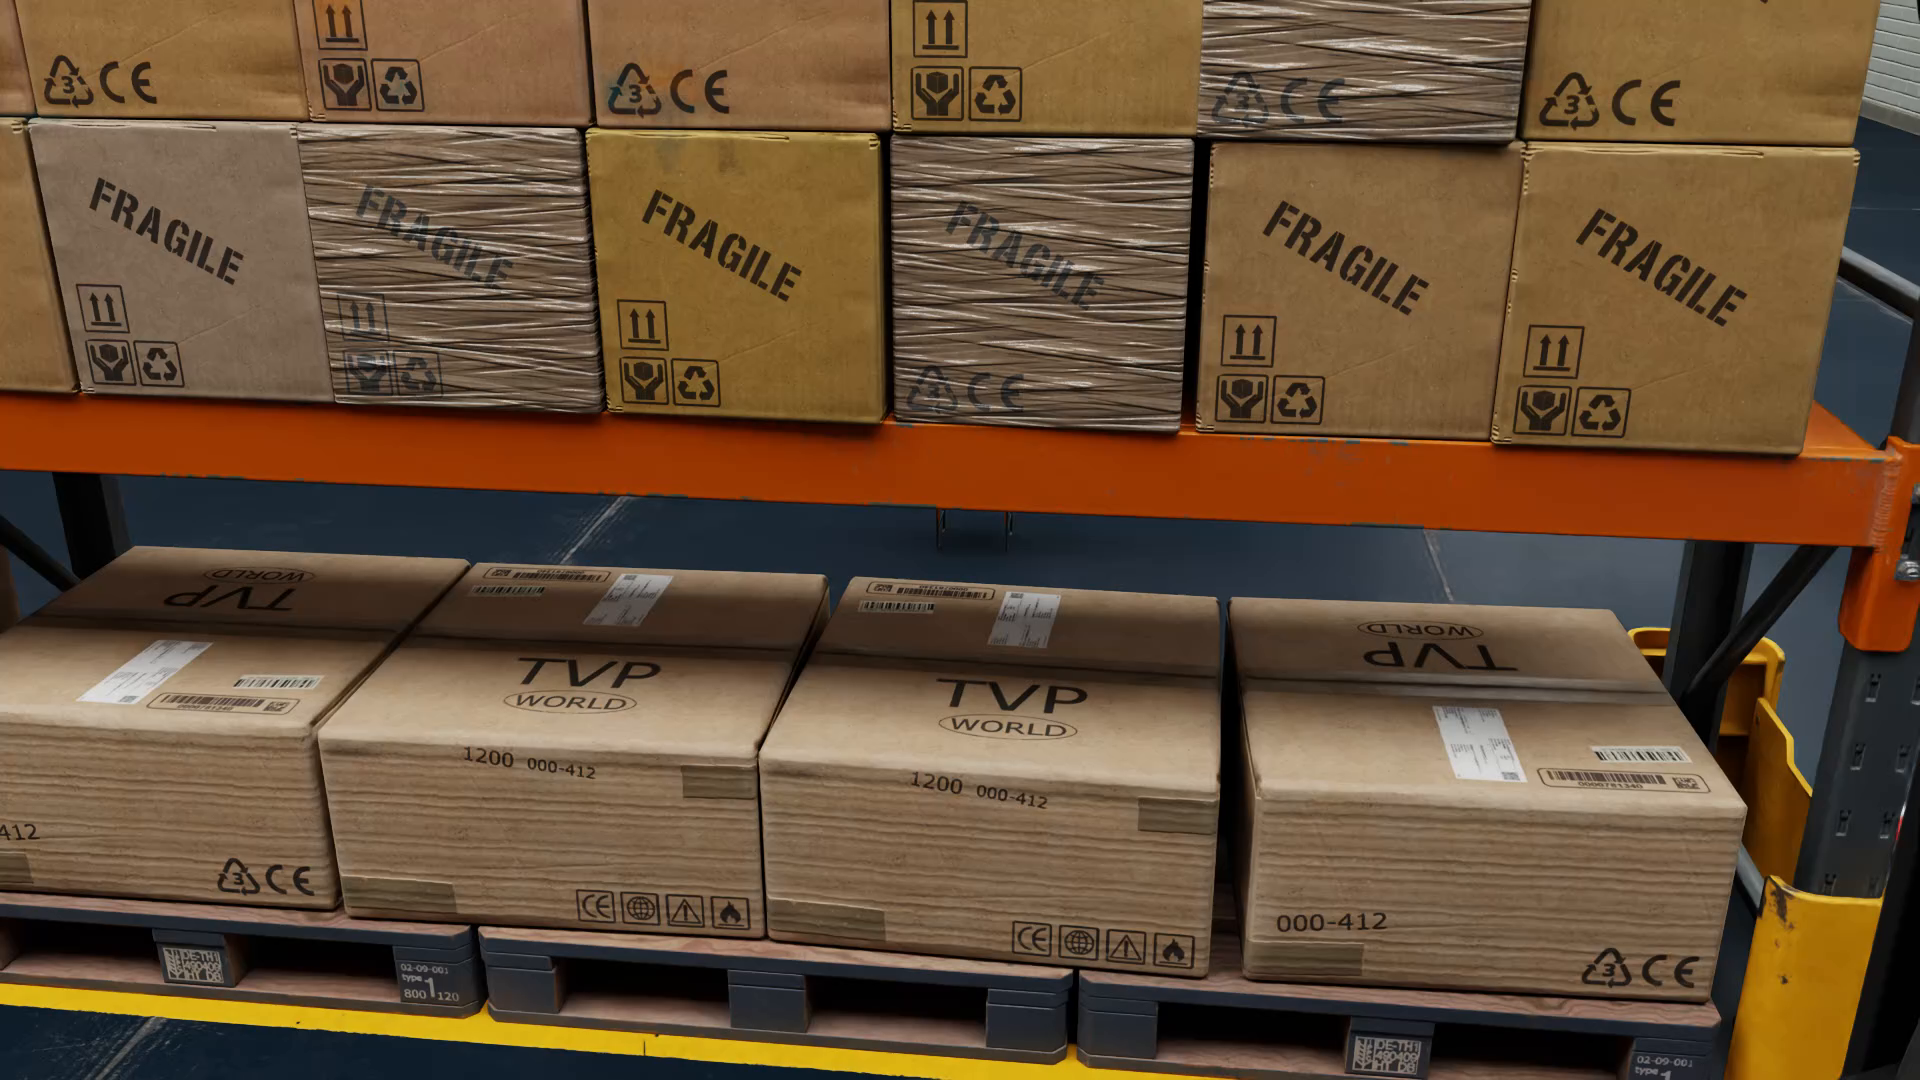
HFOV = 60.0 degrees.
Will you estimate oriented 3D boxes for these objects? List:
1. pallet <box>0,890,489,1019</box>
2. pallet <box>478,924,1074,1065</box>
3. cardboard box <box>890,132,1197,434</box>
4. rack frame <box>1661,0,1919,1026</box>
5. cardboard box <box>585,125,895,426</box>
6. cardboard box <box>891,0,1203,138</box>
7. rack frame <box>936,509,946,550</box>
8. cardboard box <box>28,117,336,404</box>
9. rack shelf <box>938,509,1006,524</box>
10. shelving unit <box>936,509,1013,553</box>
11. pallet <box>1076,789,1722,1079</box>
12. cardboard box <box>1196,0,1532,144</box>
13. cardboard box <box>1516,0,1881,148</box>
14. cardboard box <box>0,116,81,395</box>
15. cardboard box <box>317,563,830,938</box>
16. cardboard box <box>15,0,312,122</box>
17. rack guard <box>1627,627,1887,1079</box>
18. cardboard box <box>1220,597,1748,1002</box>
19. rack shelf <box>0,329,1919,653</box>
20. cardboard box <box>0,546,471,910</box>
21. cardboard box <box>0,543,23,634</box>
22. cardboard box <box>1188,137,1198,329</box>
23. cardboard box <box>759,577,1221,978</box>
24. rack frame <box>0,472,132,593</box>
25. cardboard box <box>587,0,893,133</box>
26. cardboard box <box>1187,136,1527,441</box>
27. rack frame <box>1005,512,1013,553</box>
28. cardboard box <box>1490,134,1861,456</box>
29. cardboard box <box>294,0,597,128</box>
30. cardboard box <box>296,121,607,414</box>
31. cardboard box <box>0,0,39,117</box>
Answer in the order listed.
[{"bbox_3d":[-1.541,0.685,3.919,1.213,0.211,1.003,2,22,6],"label":"pallet"},{"bbox_3d":[-0.326,0.737,3.788,1.213,0.211,1.003,2,22,6],"label":"pallet"},{"bbox_3d":[0.167,-0.517,3.030,0.500,0.500,0.500,3,22,8],"label":"cardboard box"},{"bbox_3d":[1.686,-0.500,3.124,0.127,3.000,1.000,2,22,6],"label":"rack frame"},{"bbox_3d":[-0.347,-0.534,3.075,0.500,0.500,0.500,3,22,8],"label":"cardboard box"},{"bbox_3d":[0.166,-0.980,2.842,0.500,0.500,0.500,2,22,6],"label":"cardboard box"},{"bbox_3d":[-0.068,-0.491,5.754,0.008,1.050,0.200,2,22,6],"label":"rack frame"},{"bbox_3d":[-1.352,-0.580,3.192,0.500,0.500,0.500,3,22,7],"label":"cardboard box"},{"bbox_3d":[0.053,-0.218,5.847,0.240,0.259,0.215,2,22,6],"label":"rack shelf"},{"bbox_3d":[0.053,-0.486,5.741,0.252,1.050,0.215,2,22,6],"label":"shelving unit"},{"bbox_3d":[0.883,0.791,3.652,1.213,0.211,1.003,2,22,6],"label":"pallet"},{"bbox_3d":[0.657,-0.957,2.785,0.500,0.500,0.500,3,22,6],"label":"cardboard box"},{"bbox_3d":[1.179,-0.945,2.755,0.500,0.500,0.500,3,22,8],"label":"cardboard box"},{"bbox_3d":[-1.851,-0.604,3.251,0.500,0.500,0.500,3,22,8],"label":"cardboard box"},{"bbox_3d":[-0.786,0.428,3.691,0.875,0.438,0.875,2,22,5],"label":"cardboard box"},{"bbox_3d":[-1.341,-1.051,3.023,0.500,0.500,0.500,2,22,6],"label":"cardboard box"},{"bbox_3d":[1.710,0.664,3.581,0.348,0.500,1.175,2,22,6],"label":"rack guard"},{"bbox_3d":[1.019,0.504,3.498,0.875,0.438,0.875,2,22,4],"label":"cardboard box"},{"bbox_3d":[-0.300,-0.252,3.476,4.000,0.370,1.077,2,22,6],"label":"rack shelf"},{"bbox_3d":[-1.676,0.390,3.788,0.875,0.438,0.875,2,22,6],"label":"cardboard box"},{"bbox_3d":[-2.912,0.122,3.870,0.875,0.875,0.875,3,22,8],"label":"cardboard box"},{"bbox_3d":[0.737,-0.684,3.453,0.500,0.500,0.500,2,22,6],"label":"cardboard box"},{"bbox_3d":[0.109,0.468,3.591,0.875,0.438,0.875,3,22,8],"label":"cardboard box"},{"bbox_3d":[-2.286,-0.673,3.562,0.127,3.000,1.000,2,22,6],"label":"rack frame"},{"bbox_3d":[-0.333,-1.002,2.899,0.500,0.500,0.500,2,22,6],"label":"cardboard box"},{"bbox_3d":[0.679,-0.498,2.983,0.500,0.500,0.500,2,22,5],"label":"cardboard box"},{"bbox_3d":[0.174,-0.481,5.728,0.008,1.050,0.200,2,22,6],"label":"rack frame"},{"bbox_3d":[1.176,-0.471,2.914,0.500,0.500,0.500,3,22,7],"label":"cardboard box"},{"bbox_3d":[-0.834,-1.025,2.957,0.500,0.500,0.500,3,22,7],"label":"cardboard box"},{"bbox_3d":[-0.859,-0.556,3.131,0.500,0.500,0.500,3,22,7],"label":"cardboard box"},{"bbox_3d":[-1.842,-1.075,3.084,0.500,0.500,0.500,3,22,7],"label":"cardboard box"}]
